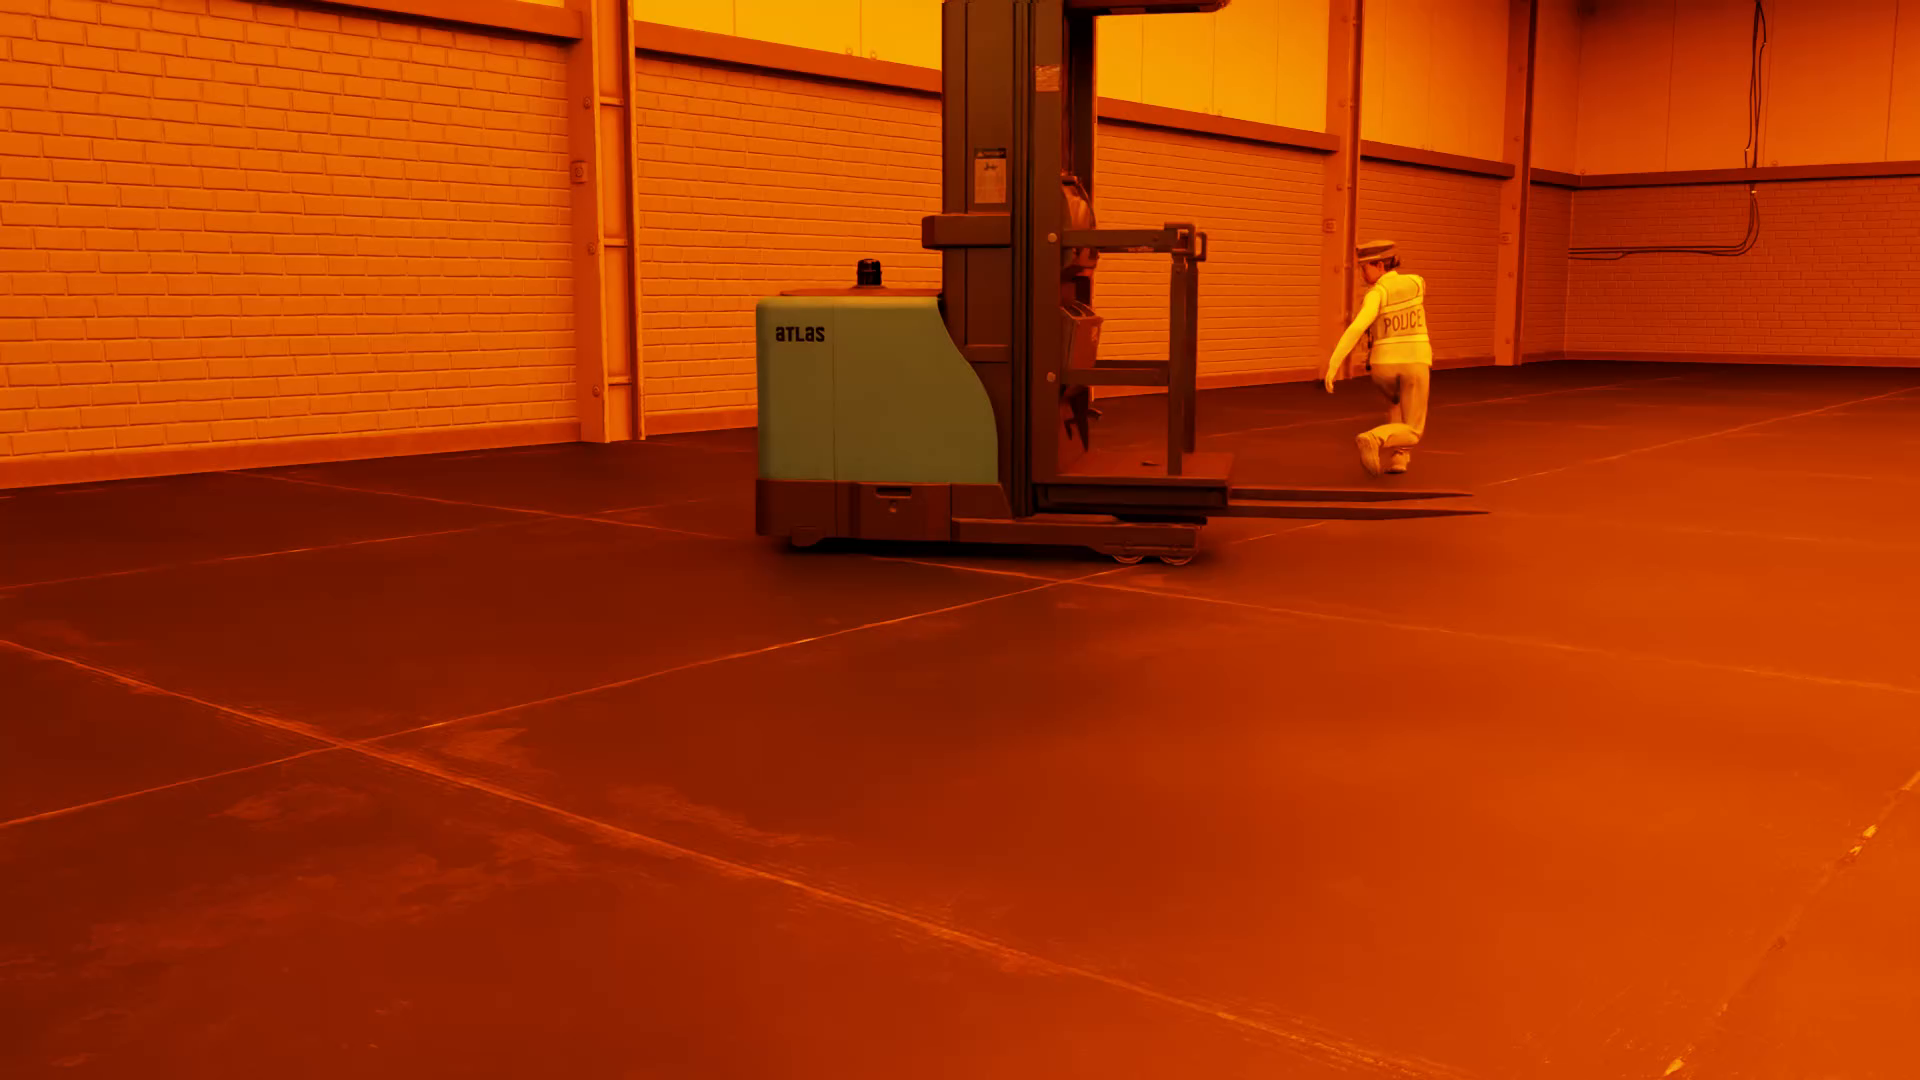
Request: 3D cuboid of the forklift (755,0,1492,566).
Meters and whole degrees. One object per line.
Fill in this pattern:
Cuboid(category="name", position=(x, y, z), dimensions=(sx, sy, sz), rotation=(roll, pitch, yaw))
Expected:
Cuboid(category="forklift", position=(0.697, -1.431, 7.058), dimensions=(3.031, 2.935, 1.130), rotation=(2, 8, 11))

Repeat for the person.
Cuboid(category="person", position=(2.527, -1.069, 9.980), dimensions=(0.591, 1.441, 0.868), rotation=(3, 9, 19))
